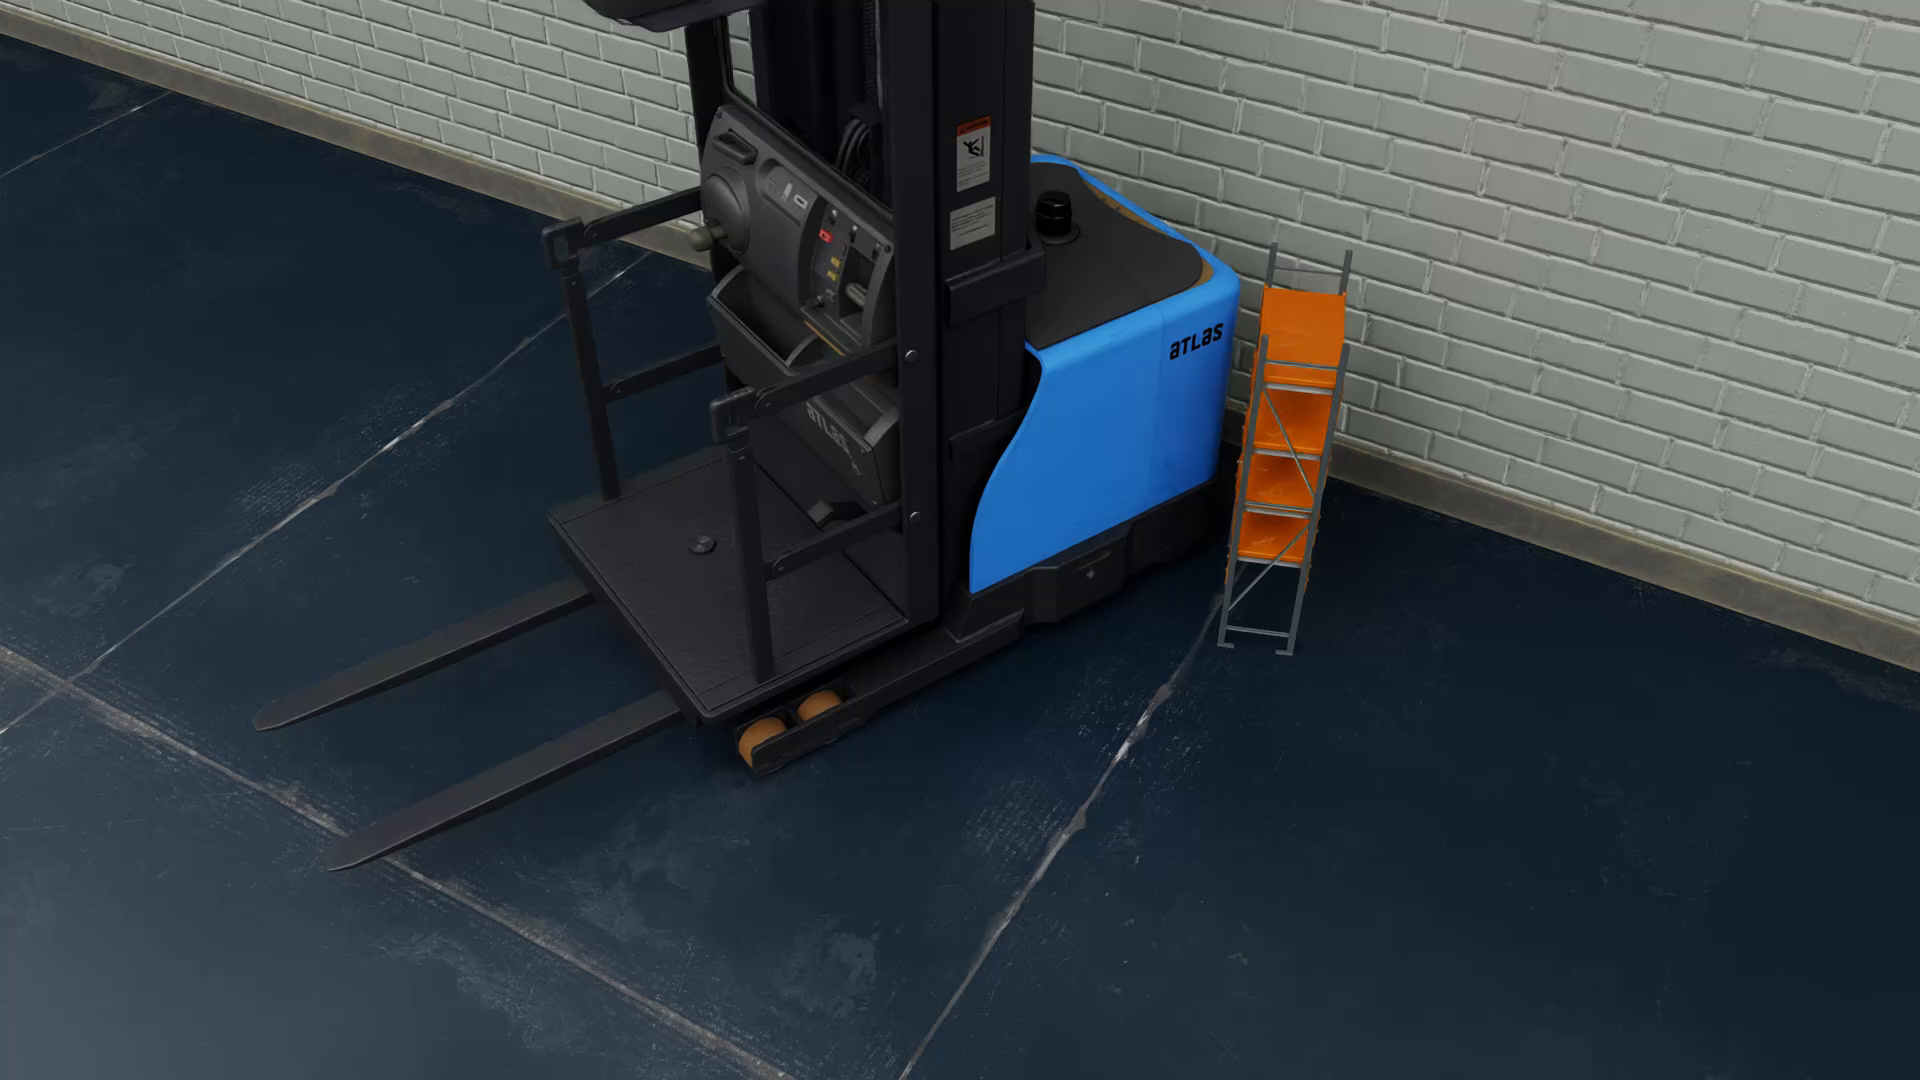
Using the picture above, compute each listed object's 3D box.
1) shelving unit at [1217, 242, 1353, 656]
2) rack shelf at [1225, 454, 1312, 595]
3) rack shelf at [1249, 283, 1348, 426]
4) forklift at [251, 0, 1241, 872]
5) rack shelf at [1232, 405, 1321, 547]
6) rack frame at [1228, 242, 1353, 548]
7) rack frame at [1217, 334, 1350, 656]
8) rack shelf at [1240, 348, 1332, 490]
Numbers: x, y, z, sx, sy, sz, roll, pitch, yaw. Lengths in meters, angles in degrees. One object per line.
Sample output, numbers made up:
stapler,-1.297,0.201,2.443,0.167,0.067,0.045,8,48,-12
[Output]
shelving unit,0.994,-0.256,5.133,0.258,1.200,0.503,7,42,8
rack shelf,0.994,-0.056,5.308,0.258,0.148,0.480,7,42,8
rack shelf,0.994,-0.551,4.873,0.258,0.148,0.480,7,42,8
forklift,-0.627,-0.805,4.447,3.031,2.935,1.130,-25,47,-25
rack shelf,0.994,-0.205,5.177,0.258,0.148,0.480,7,42,8
rack frame,1.040,-0.414,5.312,0.240,1.200,0.015,7,42,8
rack frame,0.948,-0.097,4.953,0.240,1.200,0.015,7,42,8
rack shelf,0.994,-0.373,5.029,0.258,0.148,0.480,7,42,8
